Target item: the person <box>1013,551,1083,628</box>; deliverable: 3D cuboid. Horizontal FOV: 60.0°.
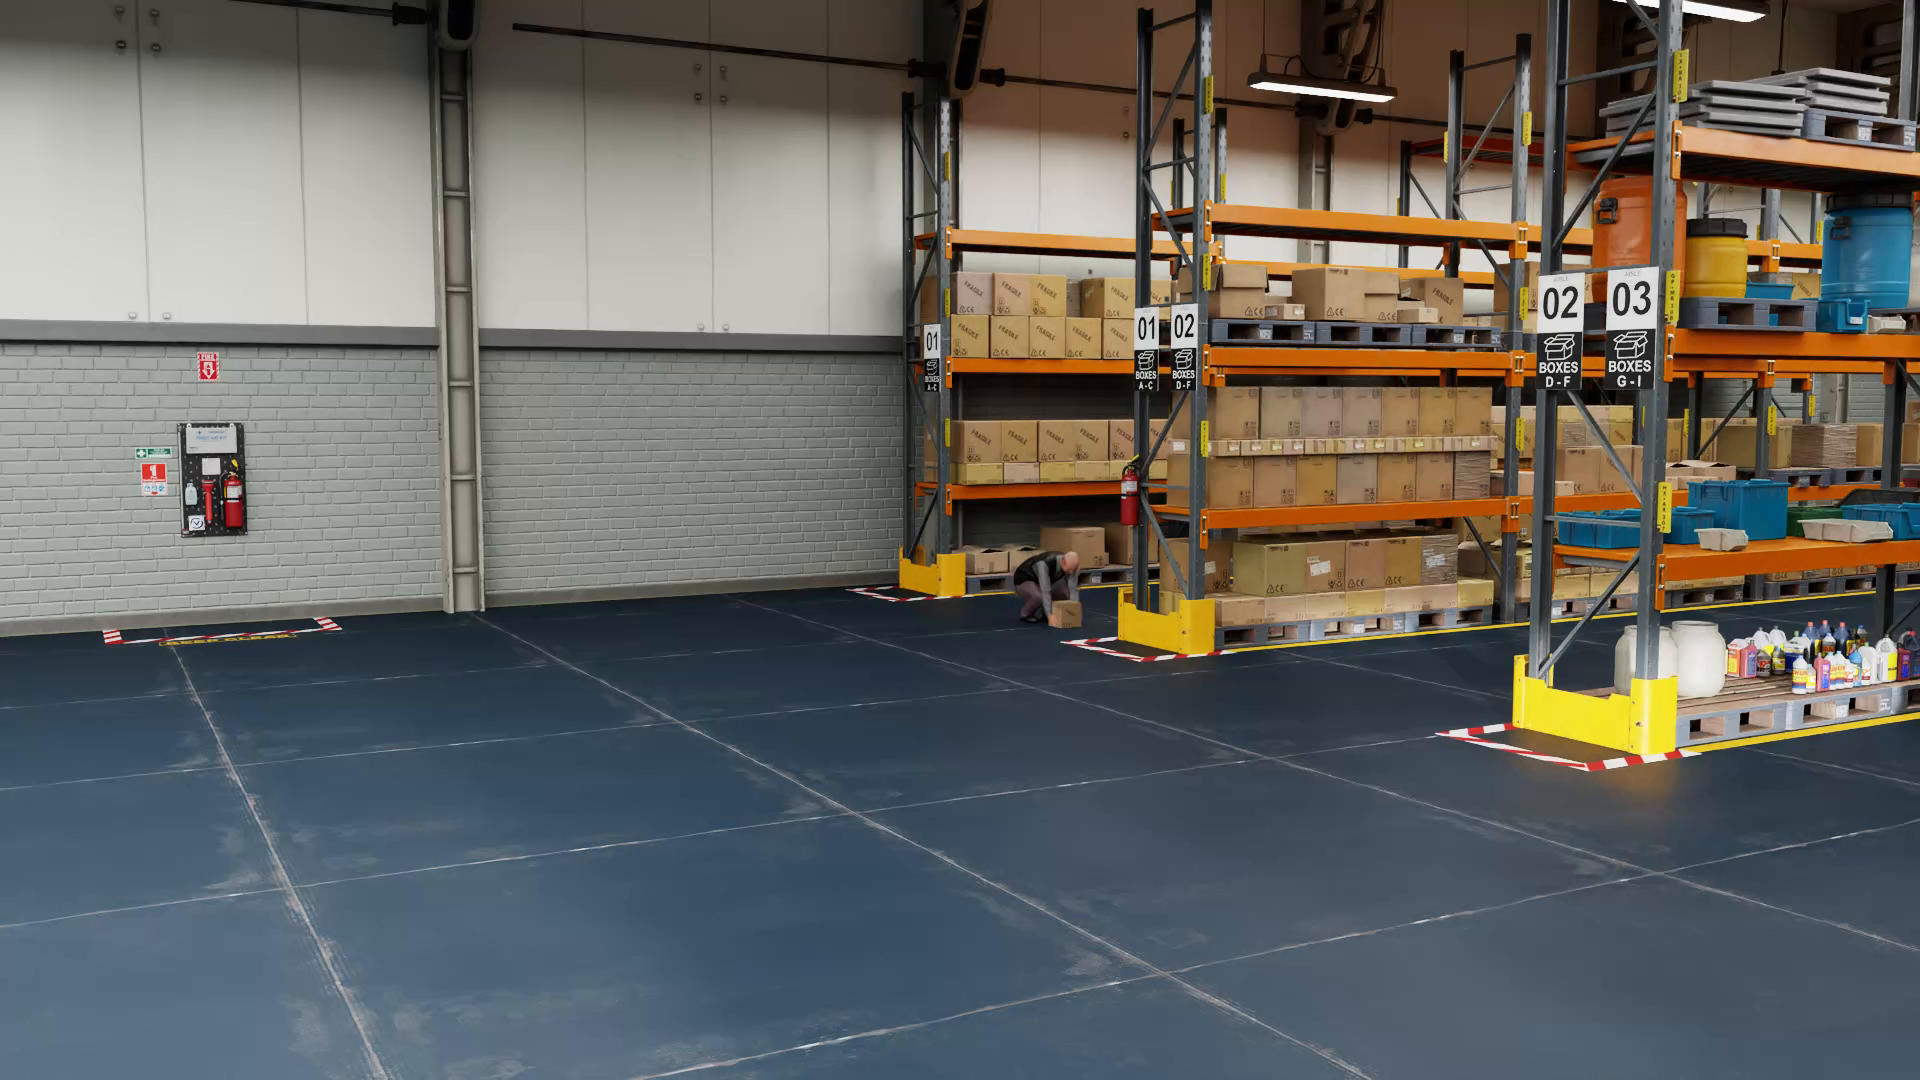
[{"bbox_3d":[0.932,0.506,17.375,0.528,0.829,0.898,-3,6,-29],"label":"person"}]
